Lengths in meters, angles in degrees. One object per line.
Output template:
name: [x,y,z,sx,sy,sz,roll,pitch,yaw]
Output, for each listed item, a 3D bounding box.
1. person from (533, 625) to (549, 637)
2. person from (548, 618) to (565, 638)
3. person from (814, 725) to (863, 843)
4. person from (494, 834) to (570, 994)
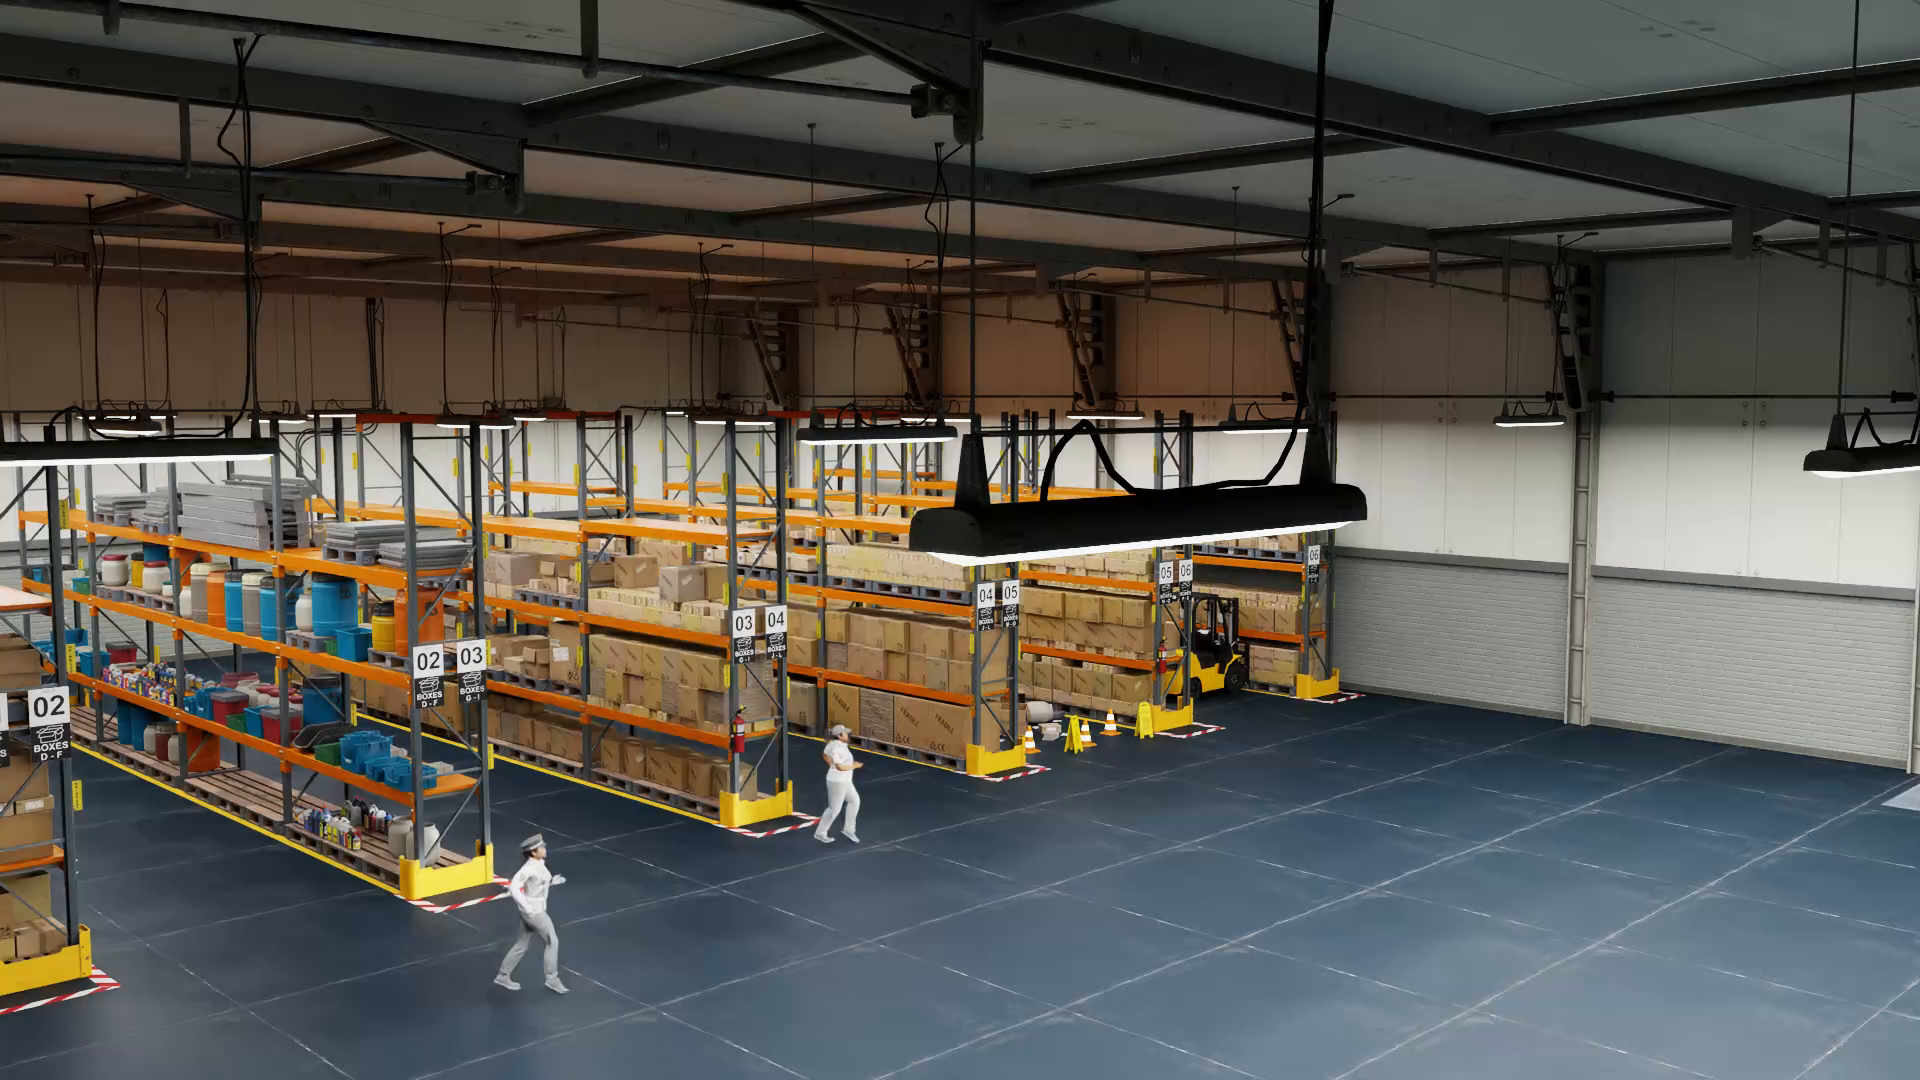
person: [-10.401,1.927,41.168,0.549,1.662,0.924,4,6,38]
person: [-8.290,2.457,34.584,0.674,1.775,0.937,-4,6,-40]
person: [-1.717,3.464,23.506,0.694,1.721,0.601,0,5,0]
person: [-4.546,3.967,17.603,0.760,1.754,0.584,-2,5,-19]
